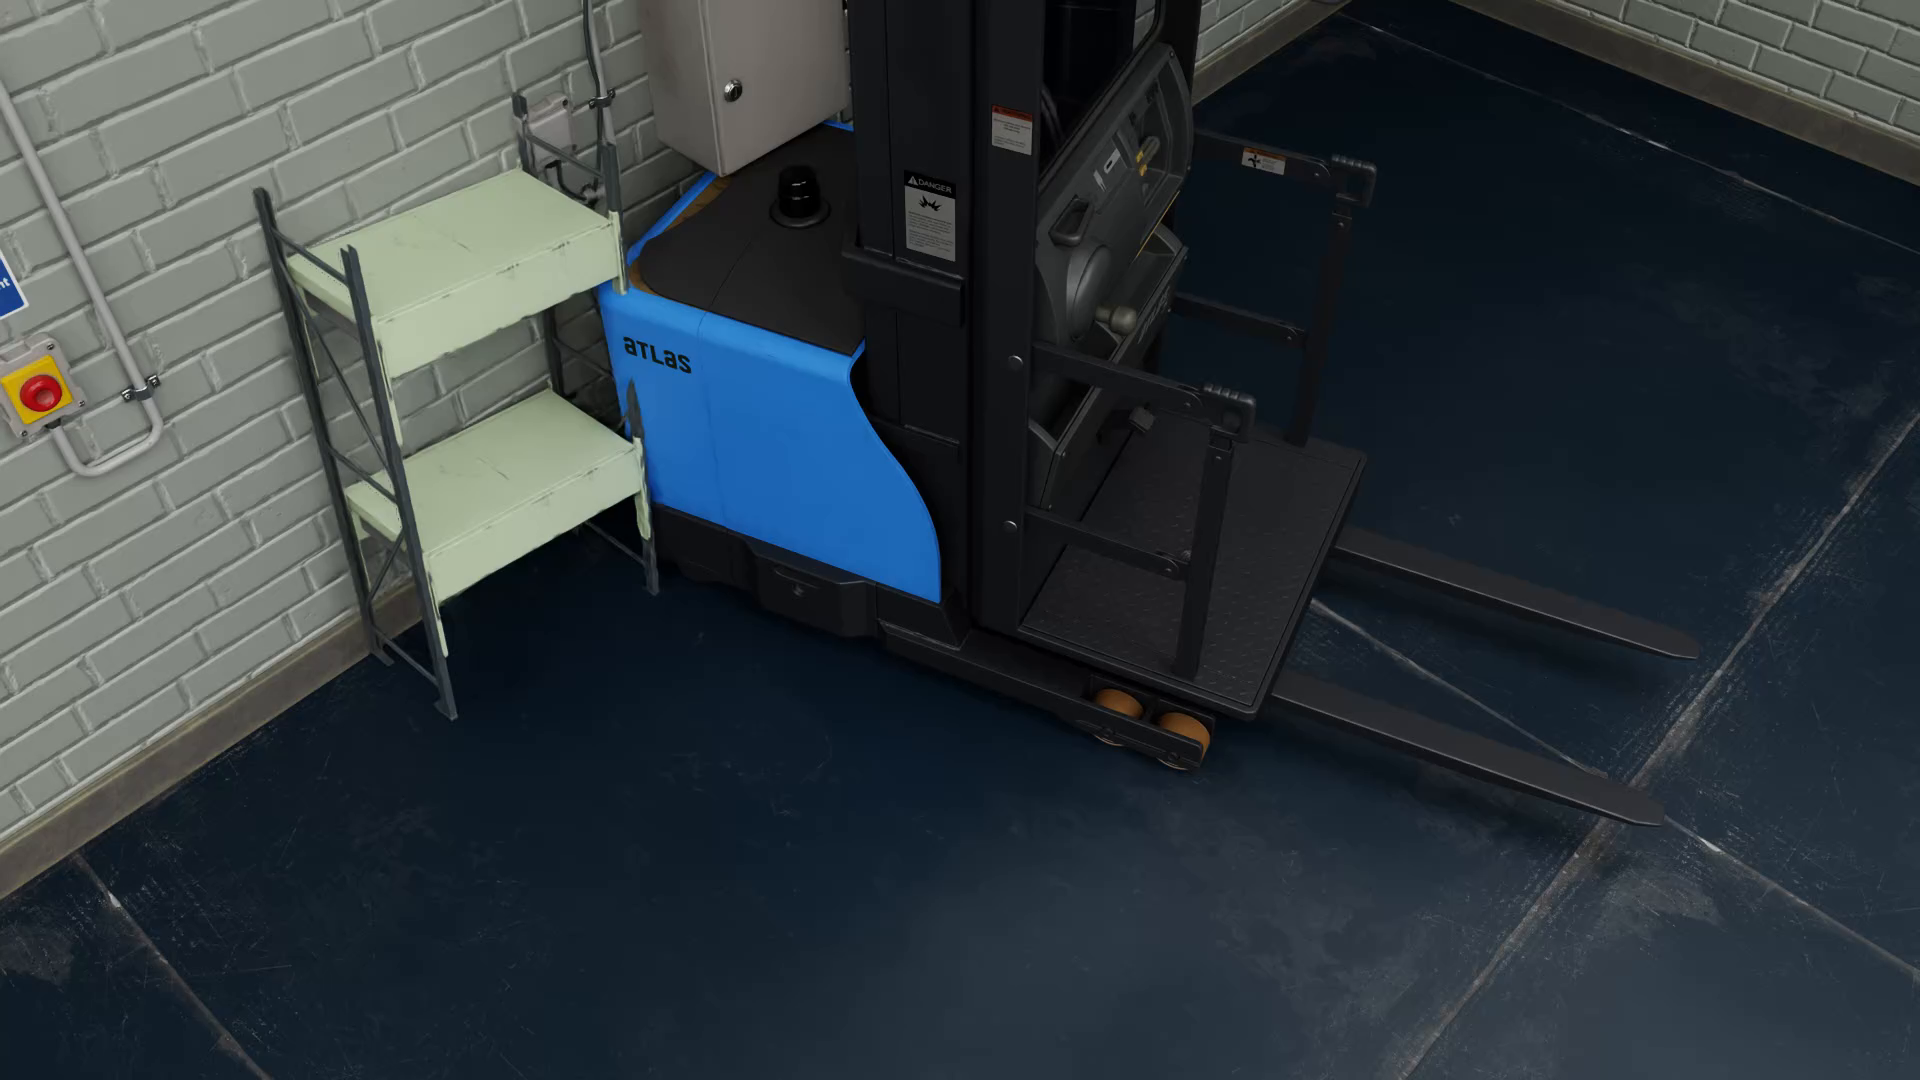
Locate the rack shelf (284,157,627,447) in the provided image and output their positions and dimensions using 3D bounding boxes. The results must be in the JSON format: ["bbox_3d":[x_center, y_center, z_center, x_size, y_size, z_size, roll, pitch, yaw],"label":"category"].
[{"bbox_3d":[-1.272,-0.626,4.248,0.431,0.370,0.720,32,48,29],"label":"rack shelf"}]

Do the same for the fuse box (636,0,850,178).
[{"bbox_3d":[-0.536,-1.014,5.029,0.414,1.711,0.539,34,55,28],"label":"fuse box"}]

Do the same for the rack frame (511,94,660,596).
[{"bbox_3d":[-1.044,-0.494,4.714,0.400,1.500,0.023,32,48,29],"label":"rack frame"}]

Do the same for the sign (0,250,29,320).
[{"bbox_3d":[-2.146,-0.499,3.476,0.001,0.218,0.327,34,55,28],"label":"sign"}]

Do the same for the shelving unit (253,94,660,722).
[{"bbox_3d":[-1.289,-0.327,4.499,0.431,1.500,0.755,32,48,29],"label":"shelving unit"}]

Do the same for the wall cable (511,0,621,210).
[{"bbox_3d":[-1.115,-1.515,3.918,0.122,1.984,0.588,34,55,28],"label":"wall cable"}]

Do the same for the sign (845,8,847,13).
[{"bbox_3d":[-0.354,-1.790,4.938,0.001,0.494,0.329,34,55,28],"label":"sign"}]

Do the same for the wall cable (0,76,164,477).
[{"bbox_3d":[-2.068,-0.761,3.188,0.123,1.953,0.585,34,55,28],"label":"wall cable"}]

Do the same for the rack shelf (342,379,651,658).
[{"bbox_3d":[-1.303,-0.078,4.709,0.431,0.370,0.720,32,48,29],"label":"rack shelf"}]

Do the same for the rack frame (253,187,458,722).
[{"bbox_3d":[-1.534,-0.161,4.284,0.400,1.500,0.023,32,48,29],"label":"rack frame"}]

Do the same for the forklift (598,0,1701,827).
[{"bbox_3d":[0.569,-0.808,3.998,3.031,2.935,1.130,19,50,17],"label":"forklift"}]
